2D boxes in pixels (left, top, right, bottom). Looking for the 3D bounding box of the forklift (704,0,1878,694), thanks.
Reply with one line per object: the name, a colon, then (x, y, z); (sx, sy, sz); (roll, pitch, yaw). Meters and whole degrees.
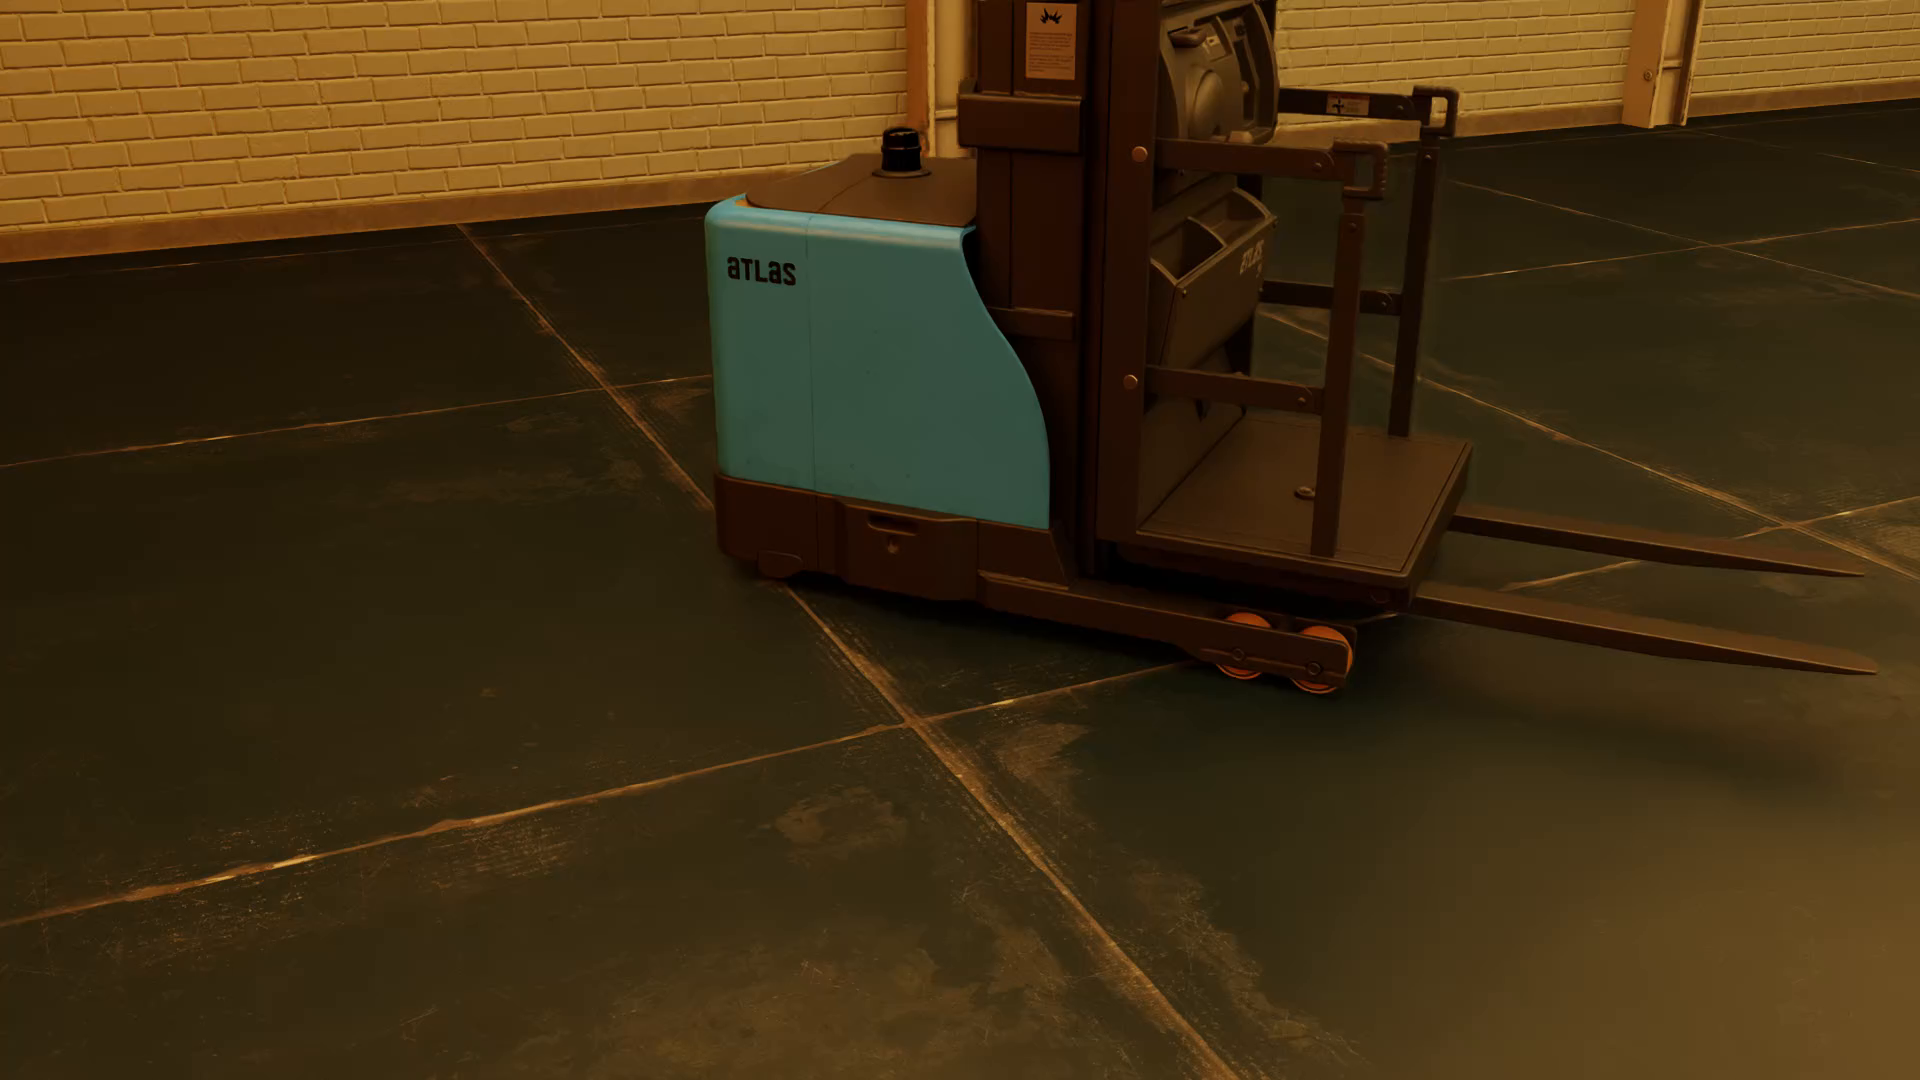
forklift: (0.851, -1.199, 4.173); (3.031, 2.935, 1.130); (10, 24, 22)
